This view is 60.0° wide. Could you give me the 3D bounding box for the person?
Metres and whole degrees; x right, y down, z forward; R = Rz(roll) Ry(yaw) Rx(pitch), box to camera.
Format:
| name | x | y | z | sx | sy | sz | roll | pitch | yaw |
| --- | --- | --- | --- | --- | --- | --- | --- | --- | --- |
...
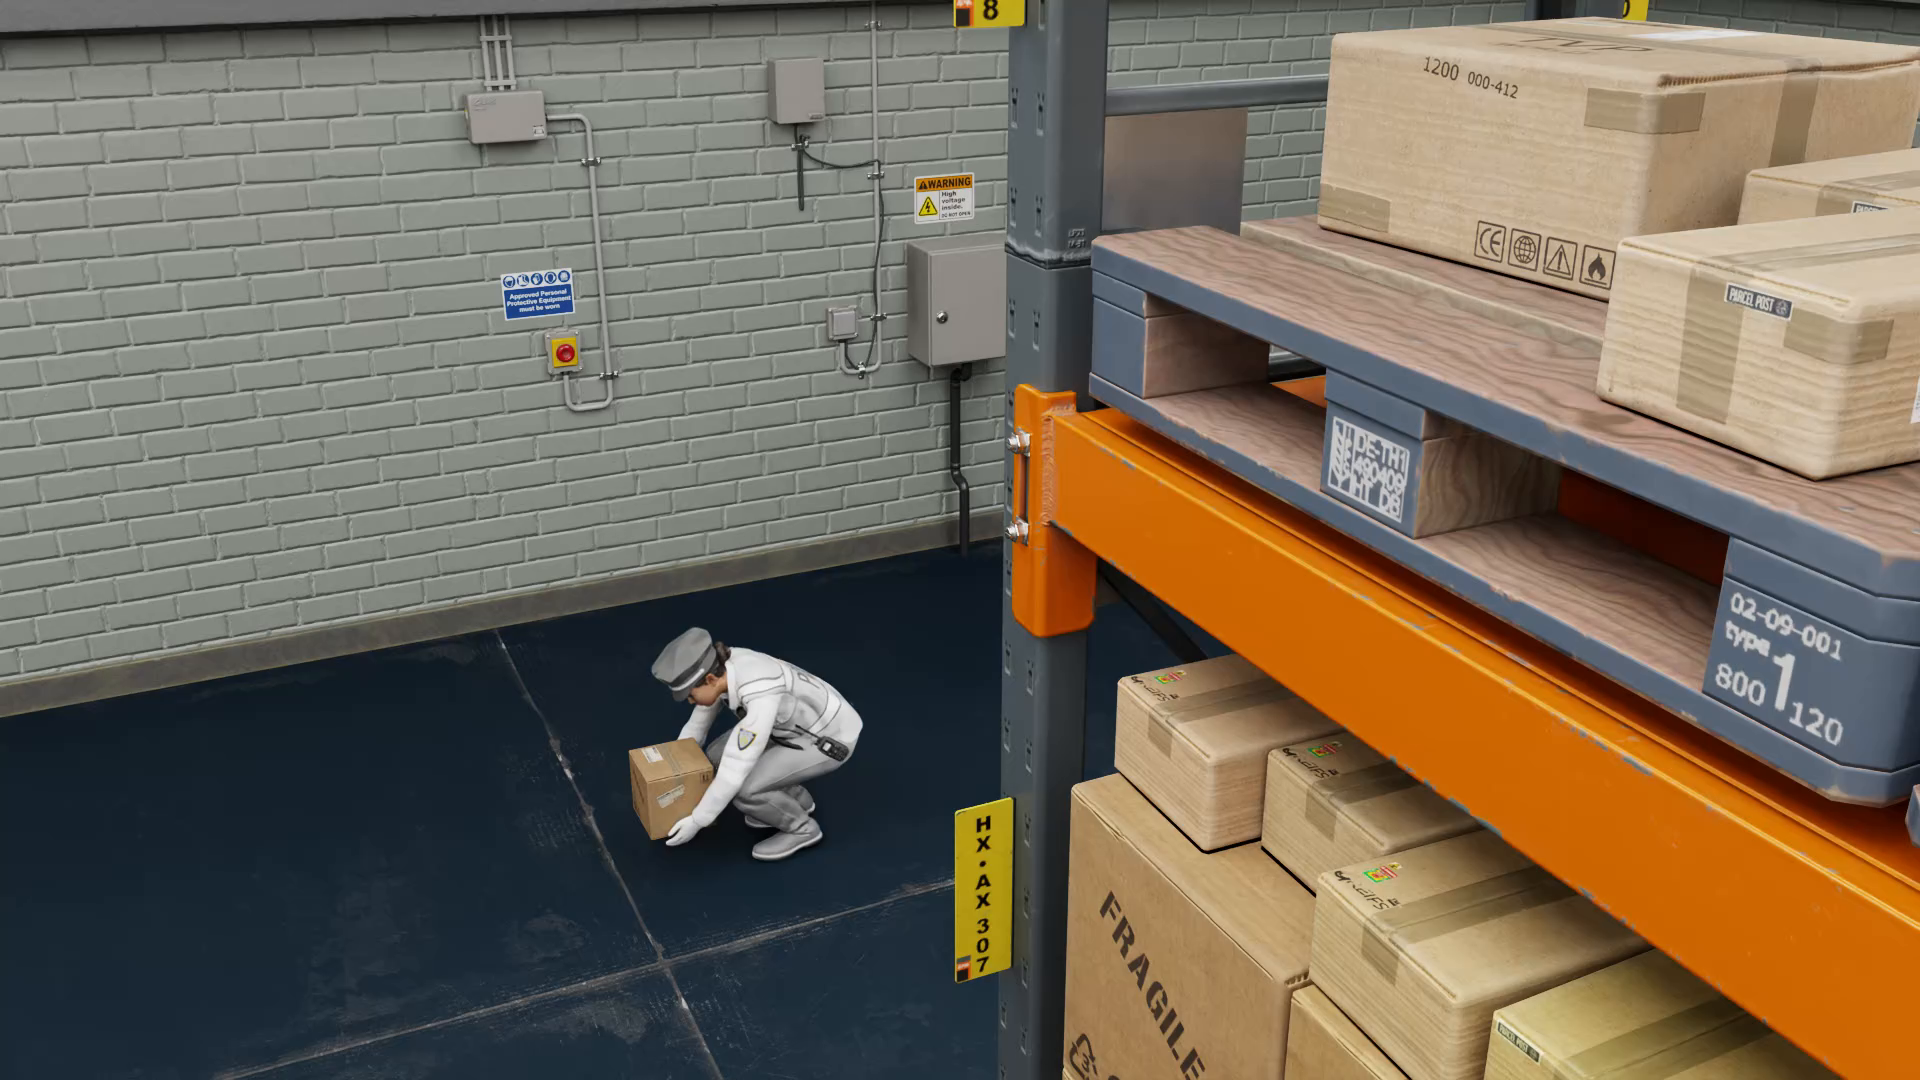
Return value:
| name | x | y | z | sx | sy | sz | roll | pitch | yaw |
| --- | --- | --- | --- | --- | --- | --- | --- | --- | --- |
| person | -0.762 | 0.748 | 6.252 | 0.814 | 0.928 | 0.519 | -10 | 24 | -24 |
